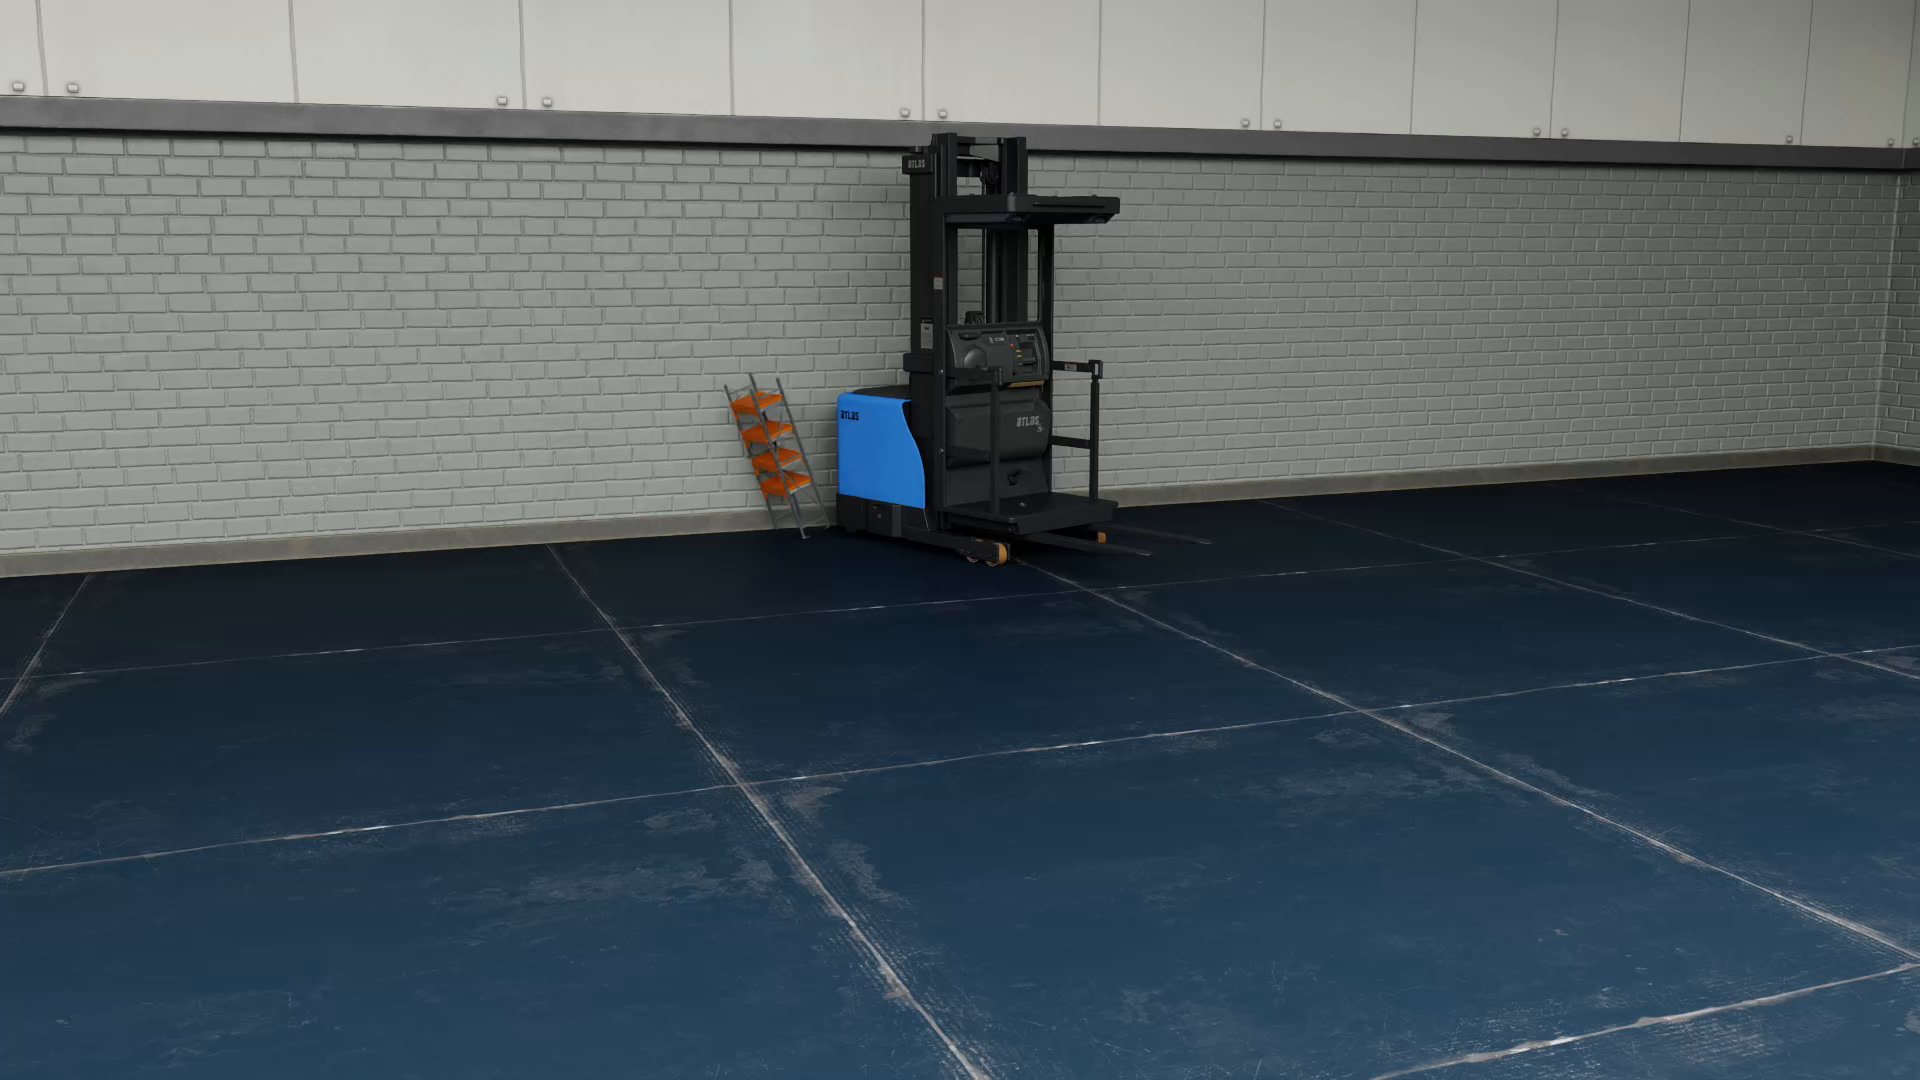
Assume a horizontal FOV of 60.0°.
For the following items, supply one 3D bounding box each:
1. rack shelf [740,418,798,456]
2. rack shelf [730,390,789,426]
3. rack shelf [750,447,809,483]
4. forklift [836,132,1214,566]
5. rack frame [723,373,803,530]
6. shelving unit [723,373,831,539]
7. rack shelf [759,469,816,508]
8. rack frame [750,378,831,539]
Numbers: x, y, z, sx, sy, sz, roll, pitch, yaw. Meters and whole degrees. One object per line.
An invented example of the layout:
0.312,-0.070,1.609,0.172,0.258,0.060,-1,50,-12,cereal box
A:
-1.416,-0.772,12.415,0.258,0.148,0.480,-27,21,-24,rack shelf
-1.485,-0.984,12.338,0.258,0.148,0.480,-27,21,-24,rack shelf
-1.351,-0.571,12.489,0.258,0.148,0.480,-27,21,-24,rack shelf
0.422,-1.362,11.709,1.130,2.935,3.031,-9,14,-42,forklift
-1.494,-0.667,12.674,0.240,1.200,0.015,-27,21,-24,rack frame
-1.371,-0.631,12.467,0.258,1.200,0.503,-27,21,-24,shelving unit
-1.294,-0.392,12.555,0.258,0.148,0.480,-27,21,-24,rack shelf
-1.247,-0.595,12.260,0.240,1.200,0.015,-27,21,-24,rack frame
